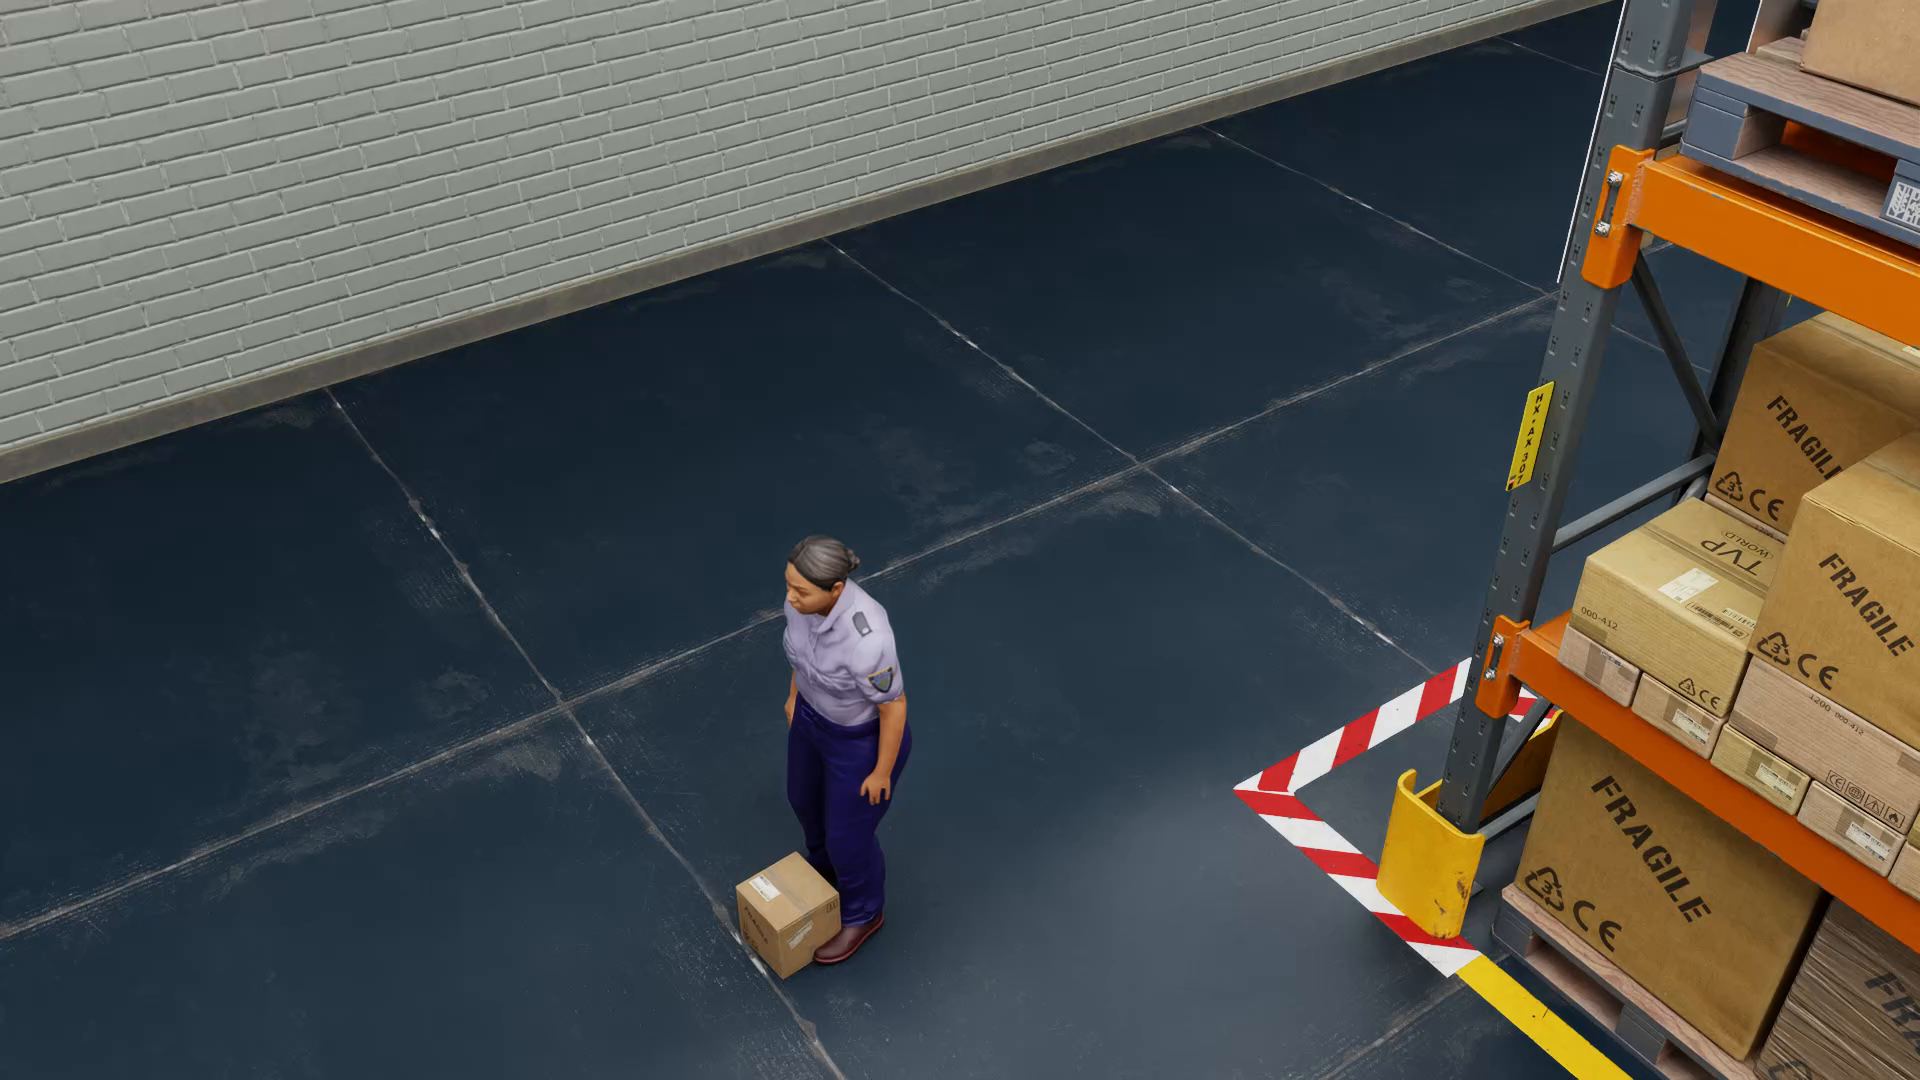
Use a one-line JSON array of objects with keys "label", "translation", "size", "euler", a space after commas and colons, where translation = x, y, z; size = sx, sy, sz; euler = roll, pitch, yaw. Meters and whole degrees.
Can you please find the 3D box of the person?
[{"label": "person", "translation": [-0.417, 0.635, 5.300], "size": [0.392, 1.650, 0.551], "euler": [-25, 43, -30]}]
